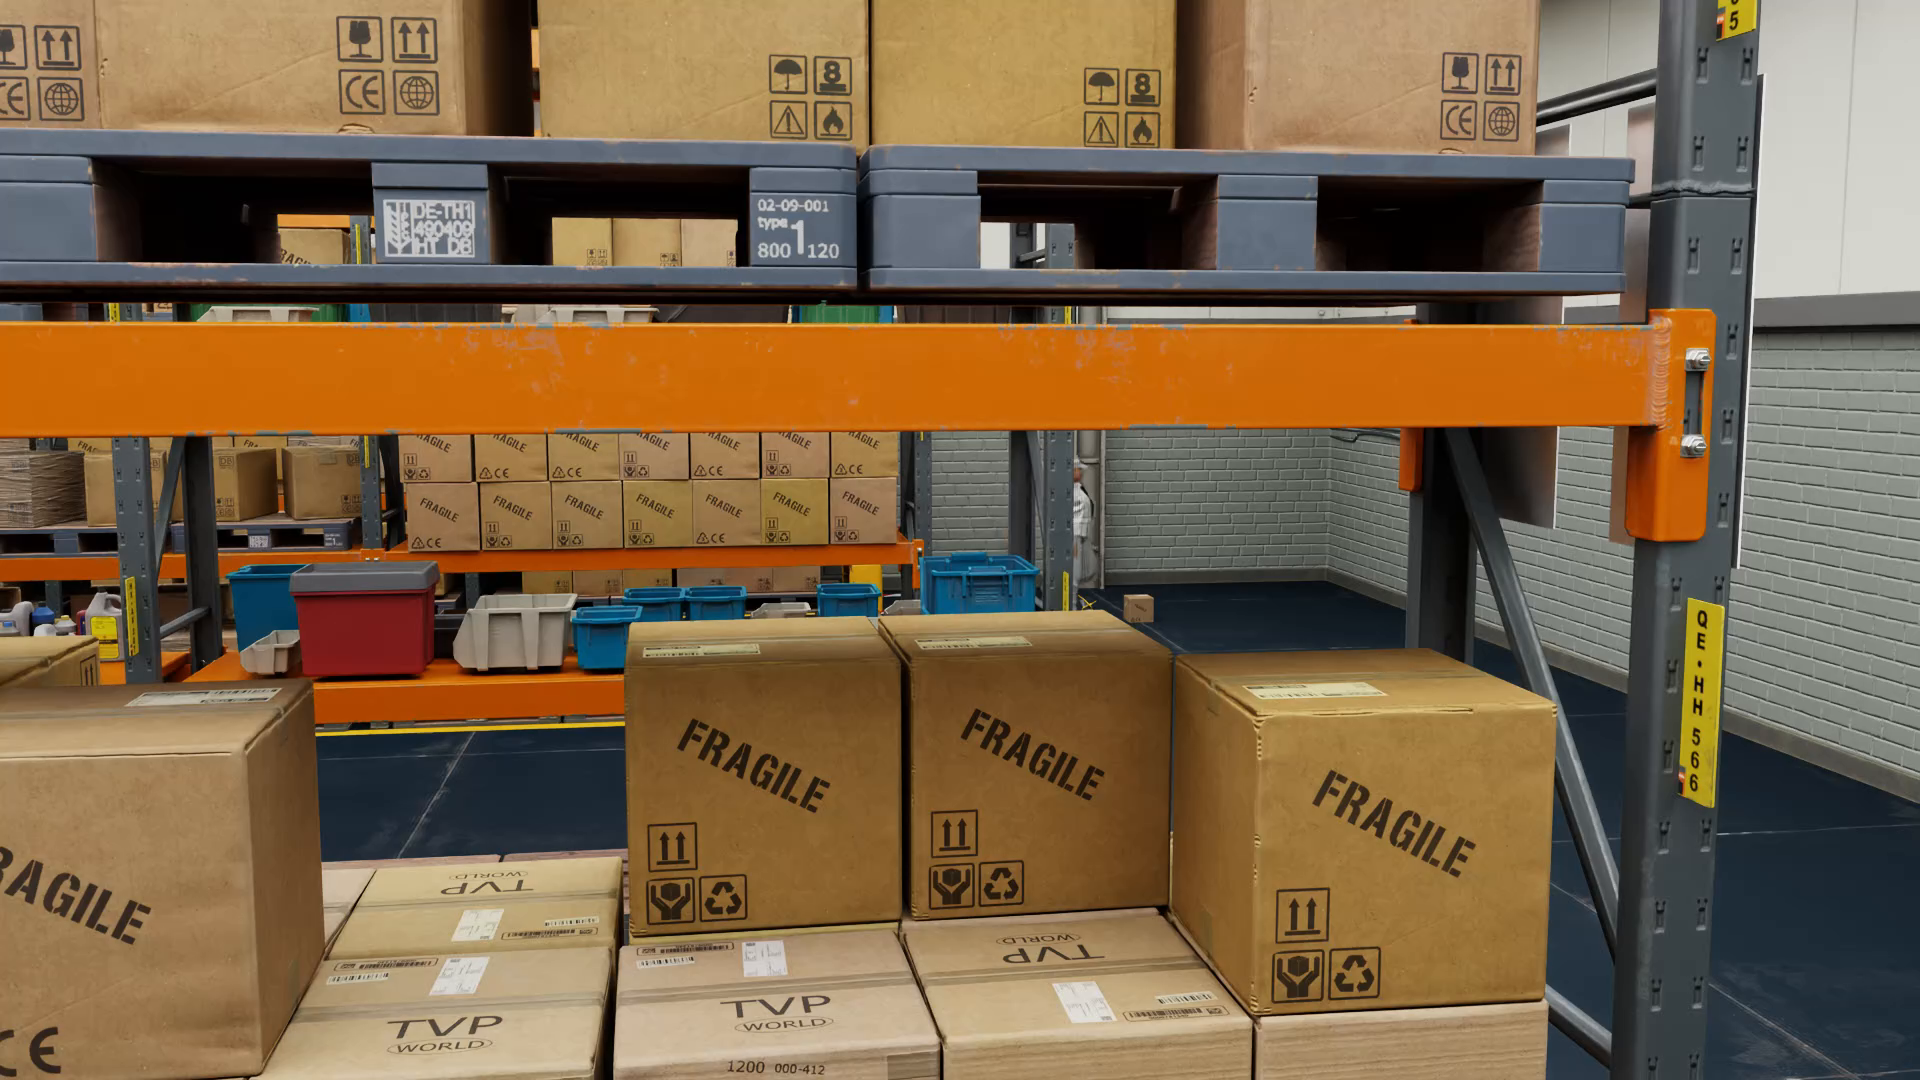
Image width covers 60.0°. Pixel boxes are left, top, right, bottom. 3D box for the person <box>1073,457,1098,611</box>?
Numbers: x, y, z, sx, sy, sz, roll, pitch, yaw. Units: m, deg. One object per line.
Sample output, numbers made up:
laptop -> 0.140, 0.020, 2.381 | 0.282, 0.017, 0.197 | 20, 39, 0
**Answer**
person -> 1.114, -0.021, 16.880 | 0.496, 1.653, 0.490 | 3, 7, 22
